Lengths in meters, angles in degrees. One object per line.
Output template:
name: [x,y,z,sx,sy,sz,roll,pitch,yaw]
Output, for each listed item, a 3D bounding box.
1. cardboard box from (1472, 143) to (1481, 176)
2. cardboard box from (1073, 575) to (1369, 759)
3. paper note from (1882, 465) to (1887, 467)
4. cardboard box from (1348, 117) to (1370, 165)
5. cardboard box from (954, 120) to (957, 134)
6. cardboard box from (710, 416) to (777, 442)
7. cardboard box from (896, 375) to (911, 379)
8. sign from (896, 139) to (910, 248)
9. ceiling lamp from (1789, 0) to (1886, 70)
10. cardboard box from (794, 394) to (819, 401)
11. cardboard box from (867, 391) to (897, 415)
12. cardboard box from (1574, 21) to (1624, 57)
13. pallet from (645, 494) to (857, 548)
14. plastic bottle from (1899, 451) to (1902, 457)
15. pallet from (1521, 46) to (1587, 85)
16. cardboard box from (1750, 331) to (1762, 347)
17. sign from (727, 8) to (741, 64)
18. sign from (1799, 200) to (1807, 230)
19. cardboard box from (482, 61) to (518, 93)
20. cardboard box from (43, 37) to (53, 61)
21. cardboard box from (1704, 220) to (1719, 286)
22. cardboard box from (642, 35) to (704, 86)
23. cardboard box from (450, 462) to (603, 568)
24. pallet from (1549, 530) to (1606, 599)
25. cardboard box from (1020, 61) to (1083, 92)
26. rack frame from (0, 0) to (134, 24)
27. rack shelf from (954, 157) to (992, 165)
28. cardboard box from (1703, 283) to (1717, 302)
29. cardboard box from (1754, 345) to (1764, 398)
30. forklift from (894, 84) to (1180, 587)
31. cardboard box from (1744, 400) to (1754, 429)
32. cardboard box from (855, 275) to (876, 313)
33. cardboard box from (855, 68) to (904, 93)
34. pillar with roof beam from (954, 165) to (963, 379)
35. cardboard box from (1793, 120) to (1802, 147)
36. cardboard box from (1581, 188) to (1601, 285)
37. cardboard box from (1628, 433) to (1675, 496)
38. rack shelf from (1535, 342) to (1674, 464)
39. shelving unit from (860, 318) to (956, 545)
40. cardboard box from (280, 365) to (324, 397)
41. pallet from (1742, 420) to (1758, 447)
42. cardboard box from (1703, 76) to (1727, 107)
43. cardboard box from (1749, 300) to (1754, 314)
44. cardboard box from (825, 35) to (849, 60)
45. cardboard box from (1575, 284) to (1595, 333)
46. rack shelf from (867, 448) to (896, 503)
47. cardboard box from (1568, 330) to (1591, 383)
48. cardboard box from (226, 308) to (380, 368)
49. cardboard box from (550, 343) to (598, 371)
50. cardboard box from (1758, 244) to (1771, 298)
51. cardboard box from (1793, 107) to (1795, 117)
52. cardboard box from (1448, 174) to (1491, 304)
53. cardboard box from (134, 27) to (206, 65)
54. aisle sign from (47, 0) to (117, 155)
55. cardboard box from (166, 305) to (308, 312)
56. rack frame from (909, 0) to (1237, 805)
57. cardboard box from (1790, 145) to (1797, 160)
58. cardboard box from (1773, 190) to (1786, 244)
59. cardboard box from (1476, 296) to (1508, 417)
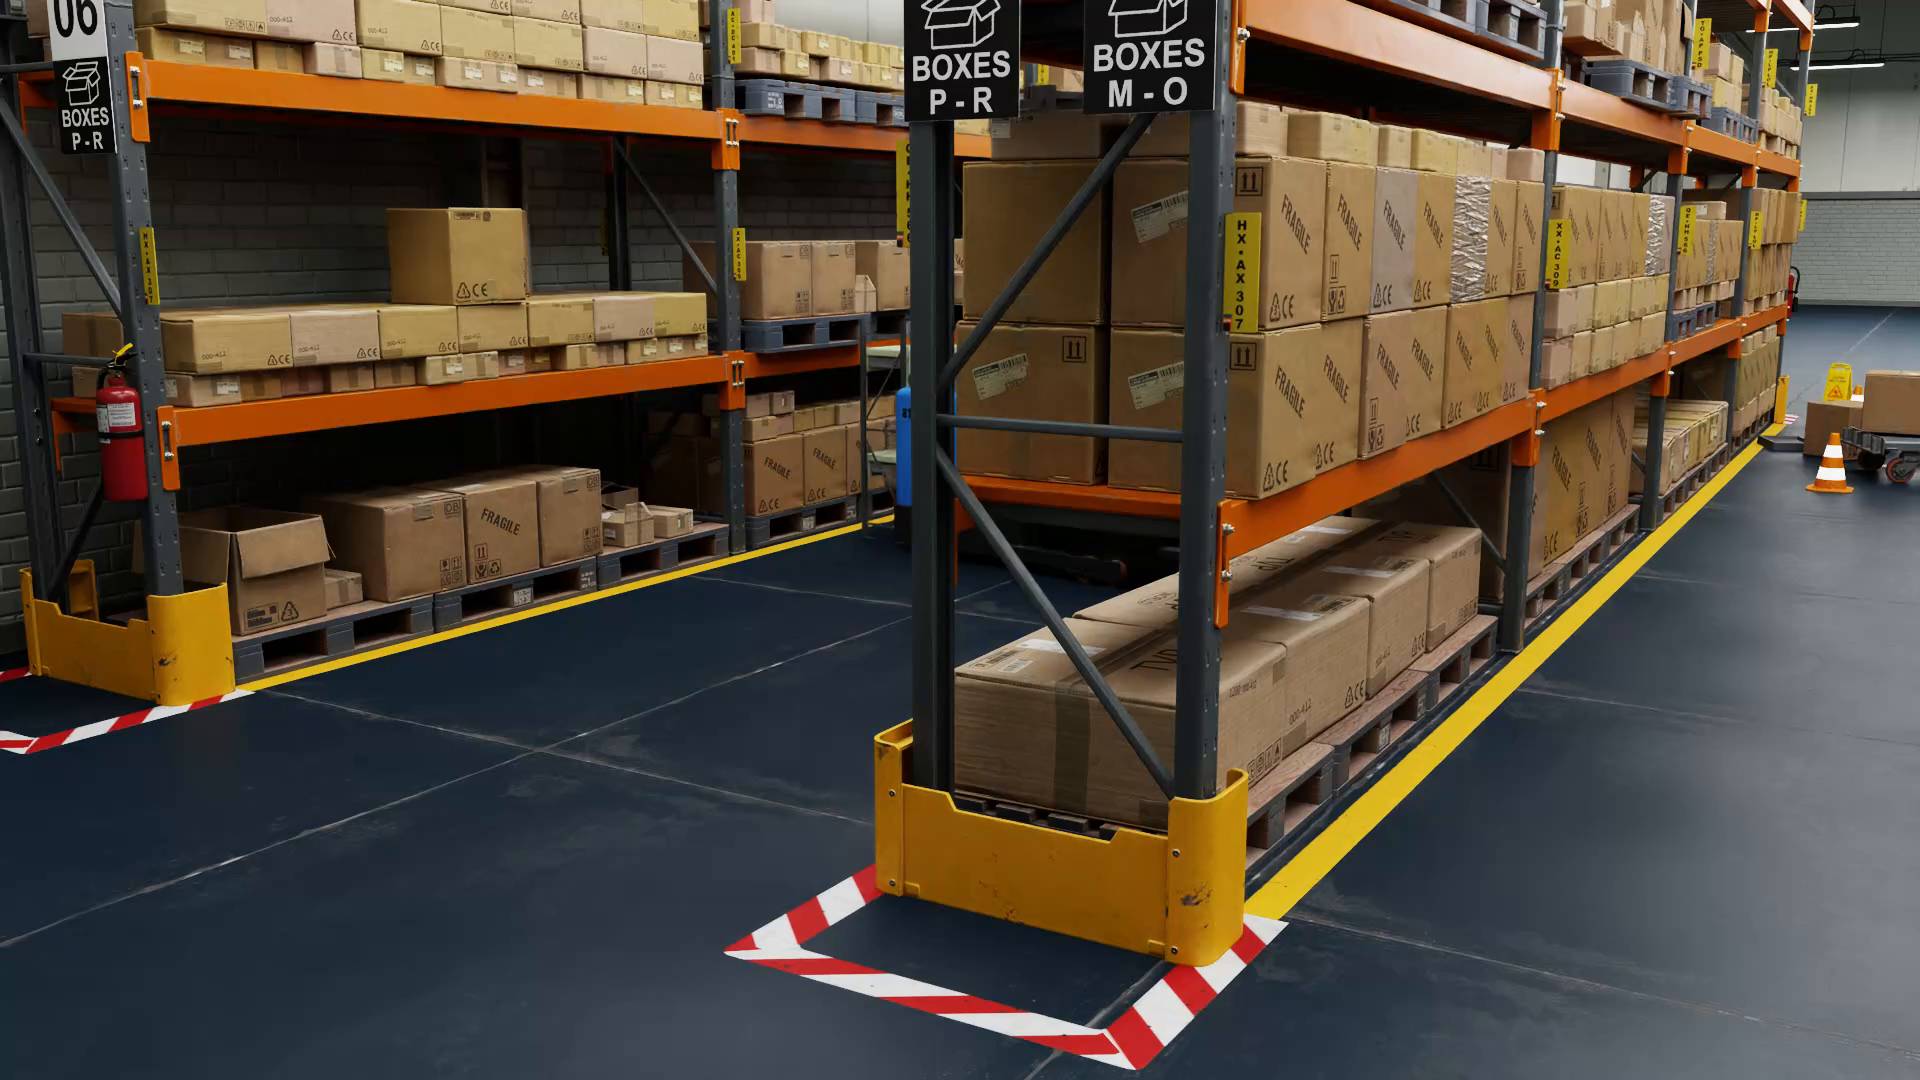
cardboard box: [2.010,-1.624,7.139,0.380,0.149,0.250,6,12,30]
cardboard box: [1.030,0.470,6.529,0.875,0.438,0.875,7,13,32]
paper note: [8.268,-0.673,14.882,0.148,0.019,0.142,6,12,31]
cardboard box: [1.155,-1.335,5.596,0.380,0.149,0.250,6,12,29]
cardboard box: [-0.365,-3.196,12.543,0.500,0.250,0.500,6,12,31]
cardboard box: [-1.449,-0.755,11.141,0.380,0.149,0.250,7,13,33]
cardboard box: [-0.324,-1.301,14.056,0.380,0.149,0.250,7,13,34]
sign: [-0.152,-1.065,5.114,0.100,0.325,0.005,6,12,31]
ceiling lamp: [20.864,-12.766,39.242,2.000,3.185,0.800,6,12,31]
cardboard box: [-1.283,-1.017,12.541,0.380,0.149,0.250,7,12,31]
cardboard box: [-0.539,-1.046,12.692,0.380,0.149,0.250,6,12,28]
cardboard box: [3.337,-2.686,8.905,0.380,0.166,0.250,5,12,27]
pallet: [-1.473,-0.189,11.803,1.003,0.211,1.213,6,12,31]
plastic bottle: [8.807,-0.792,15.432,0.133,0.061,0.283,9,14,40]
pallet: [2.815,-2.483,8.851,0.805,0.209,1.217,6,12,28]
cardboard box: [7.590,-1.959,16.212,0.380,0.149,0.250,7,13,34]
sign: [-1.395,-3.106,10.249,0.100,0.325,0.005,6,12,31]
sign: [9.075,-3.510,17.959,0.100,0.325,0.005,6,12,31]
cardboard box: [-2.571,-2.449,8.829,0.380,0.149,0.250,7,13,32]
cardboard box: [-3.971,-2.222,7.617,0.380,0.149,0.250,7,13,32]
cardboard box: [5.690,-2.278,13.166,0.500,0.500,0.500,6,12,29]
cardboard box: [-1.900,-2.875,10.021,0.500,0.250,0.500,6,12,31]
cardboard box: [-2.525,-0.158,9.710,0.700,0.500,0.500,6,12,29]
pallet: [3.350,0.095,10.286,1.003,0.211,1.213,6,12,31]
cardboard box: [0.798,-3.927,14.355,0.500,0.500,0.500,7,12,31]
rack frame: [-3.940,-3.747,6.931,1.000,3.000,0.127,6,12,31]
rack shelf: [1.252,-3.492,15.674,1.077,0.370,4.000,6,12,31]
cardboard box: [5.961,-2.029,13.596,0.380,0.149,0.250,6,12,31]
cardboard box: [7.610,-1.669,16.428,0.500,0.500,0.500,7,13,34]
forklift: [1.019,-1.269,10.182,3.031,2.935,1.130,9,14,39]
cardboard box: [7.339,-1.219,16.061,0.500,0.250,0.500,7,13,34]
cardboard box: [-0.814,-1.750,11.789,0.396,0.266,0.258,7,13,33]
cardboard box: [-0.592,-3.287,11.895,0.380,0.149,0.250,7,13,32]
pillar with roof beam: [3.799,-4.885,13.010,9.100,9.000,0.400,6,12,31]
cardboard box: [8.576,-4.282,17.537,0.500,0.250,0.500,6,12,30]
cardboard box: [3.096,-1.619,8.877,0.500,0.500,0.500,6,12,30]
cardboard box: [4.760,-0.586,12.347,0.950,0.372,0.625,5,12,27]
rack shelf: [3.419,-0.915,10.060,1.077,0.370,4.000,6,12,31]
shelving unit: [-0.281,-0.783,11.474,0.431,1.500,0.755,9,14,39]
cardboard box: [-3.335,-0.790,8.118,0.380,0.149,0.250,6,12,30]
pallet: [7.486,-1.143,16.902,1.003,0.211,1.213,6,12,31]
cardboard box: [5.822,-3.554,13.318,0.500,0.250,0.500,7,12,31]
cardboard box: [7.329,-2.233,15.826,0.380,0.149,0.250,7,13,32]
cardboard box: [-0.977,-3.313,11.224,0.380,0.149,0.250,6,12,30]
cardboard box: [3.097,-1.253,8.959,0.500,0.250,0.500,7,12,32]
rack shelf: [-0.281,-0.462,11.534,0.431,0.370,0.720,9,14,39]
cardboard box: [3.103,-1.006,8.998,0.500,0.250,0.500,6,12,29]
cardboard box: [-3.212,-0.996,8.137,0.500,0.250,0.500,7,12,31]
cardboard box: [-2.312,-1.062,9.574,0.380,0.149,0.250,6,12,30]
cardboard box: [7.514,-2.609,16.074,0.500,0.500,0.500,6,12,30]
cardboard box: [8.521,-4.466,17.436,0.380,0.149,0.250,7,12,32]
cardboard box: [1.845,-1.234,6.821,0.500,0.500,0.500,7,12,31]
cardboard box: [-3.576,-2.177,7.379,0.380,0.149,0.250,7,13,32]
aisle sign: [-3.724,-2.038,7.037,0.394,0.787,0.004,6,12,31]
cardboard box: [-3.659,-1.050,8.424,0.500,0.250,0.500,6,12,31]
rack frame: [0.304,-0.325,4.953,1.000,3.000,0.127,6,12,31]
cardboard box: [8.564,-4.067,17.473,0.380,0.149,0.250,6,12,31]
cardboard box: [7.516,-3.102,15.991,0.700,0.500,0.500,6,12,29]
cardboard box: [2.096,-0.824,7.349,0.500,0.500,0.500,6,12,29]
